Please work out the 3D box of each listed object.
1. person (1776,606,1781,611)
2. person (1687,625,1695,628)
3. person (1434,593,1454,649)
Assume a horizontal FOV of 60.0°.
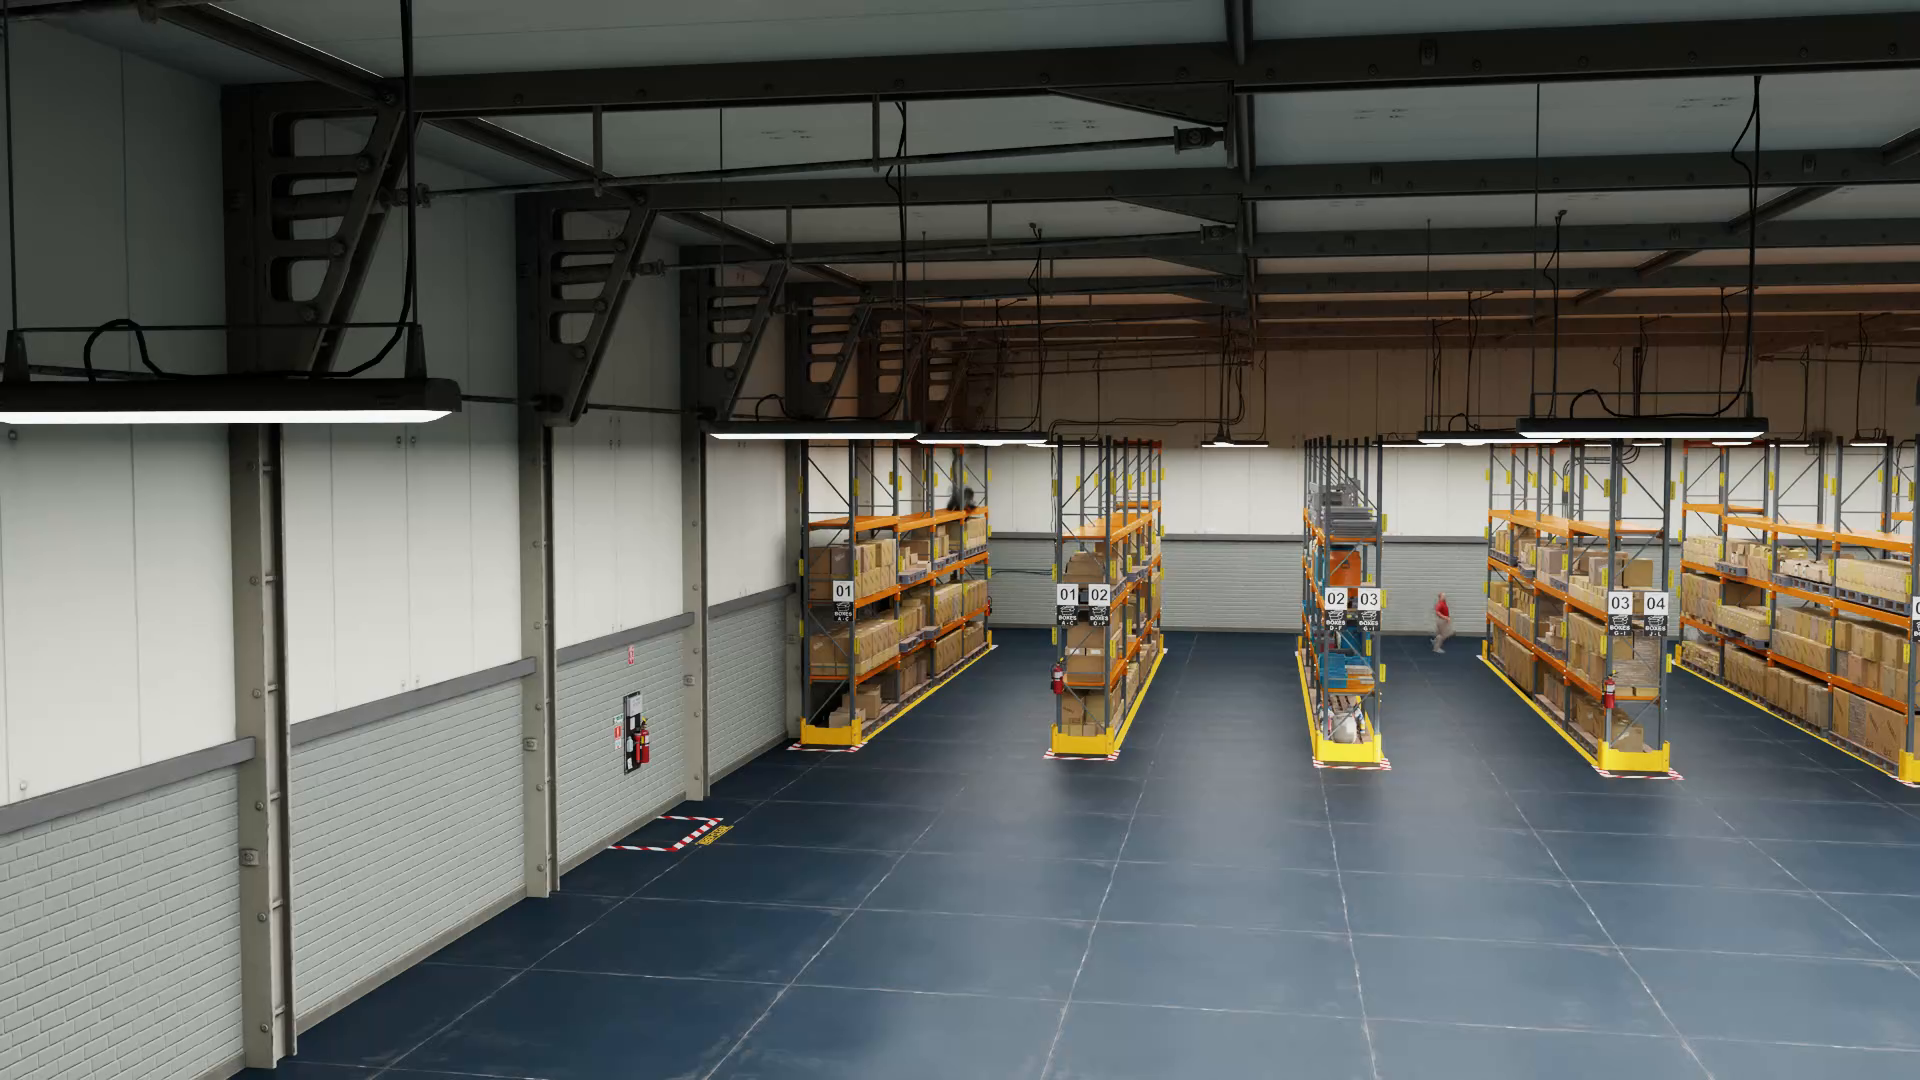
[{"bbox_3d":[20.972,2.545,42.745,0.721,1.738,0.578,1,3,11],"label":"person"},{"bbox_3d":[20.451,2.434,46.023,0.568,1.627,0.573,-1,3,-18],"label":"person"},{"bbox_3d":[13.712,2.298,47.128,0.523,1.596,0.673,2,4,29],"label":"person"}]
